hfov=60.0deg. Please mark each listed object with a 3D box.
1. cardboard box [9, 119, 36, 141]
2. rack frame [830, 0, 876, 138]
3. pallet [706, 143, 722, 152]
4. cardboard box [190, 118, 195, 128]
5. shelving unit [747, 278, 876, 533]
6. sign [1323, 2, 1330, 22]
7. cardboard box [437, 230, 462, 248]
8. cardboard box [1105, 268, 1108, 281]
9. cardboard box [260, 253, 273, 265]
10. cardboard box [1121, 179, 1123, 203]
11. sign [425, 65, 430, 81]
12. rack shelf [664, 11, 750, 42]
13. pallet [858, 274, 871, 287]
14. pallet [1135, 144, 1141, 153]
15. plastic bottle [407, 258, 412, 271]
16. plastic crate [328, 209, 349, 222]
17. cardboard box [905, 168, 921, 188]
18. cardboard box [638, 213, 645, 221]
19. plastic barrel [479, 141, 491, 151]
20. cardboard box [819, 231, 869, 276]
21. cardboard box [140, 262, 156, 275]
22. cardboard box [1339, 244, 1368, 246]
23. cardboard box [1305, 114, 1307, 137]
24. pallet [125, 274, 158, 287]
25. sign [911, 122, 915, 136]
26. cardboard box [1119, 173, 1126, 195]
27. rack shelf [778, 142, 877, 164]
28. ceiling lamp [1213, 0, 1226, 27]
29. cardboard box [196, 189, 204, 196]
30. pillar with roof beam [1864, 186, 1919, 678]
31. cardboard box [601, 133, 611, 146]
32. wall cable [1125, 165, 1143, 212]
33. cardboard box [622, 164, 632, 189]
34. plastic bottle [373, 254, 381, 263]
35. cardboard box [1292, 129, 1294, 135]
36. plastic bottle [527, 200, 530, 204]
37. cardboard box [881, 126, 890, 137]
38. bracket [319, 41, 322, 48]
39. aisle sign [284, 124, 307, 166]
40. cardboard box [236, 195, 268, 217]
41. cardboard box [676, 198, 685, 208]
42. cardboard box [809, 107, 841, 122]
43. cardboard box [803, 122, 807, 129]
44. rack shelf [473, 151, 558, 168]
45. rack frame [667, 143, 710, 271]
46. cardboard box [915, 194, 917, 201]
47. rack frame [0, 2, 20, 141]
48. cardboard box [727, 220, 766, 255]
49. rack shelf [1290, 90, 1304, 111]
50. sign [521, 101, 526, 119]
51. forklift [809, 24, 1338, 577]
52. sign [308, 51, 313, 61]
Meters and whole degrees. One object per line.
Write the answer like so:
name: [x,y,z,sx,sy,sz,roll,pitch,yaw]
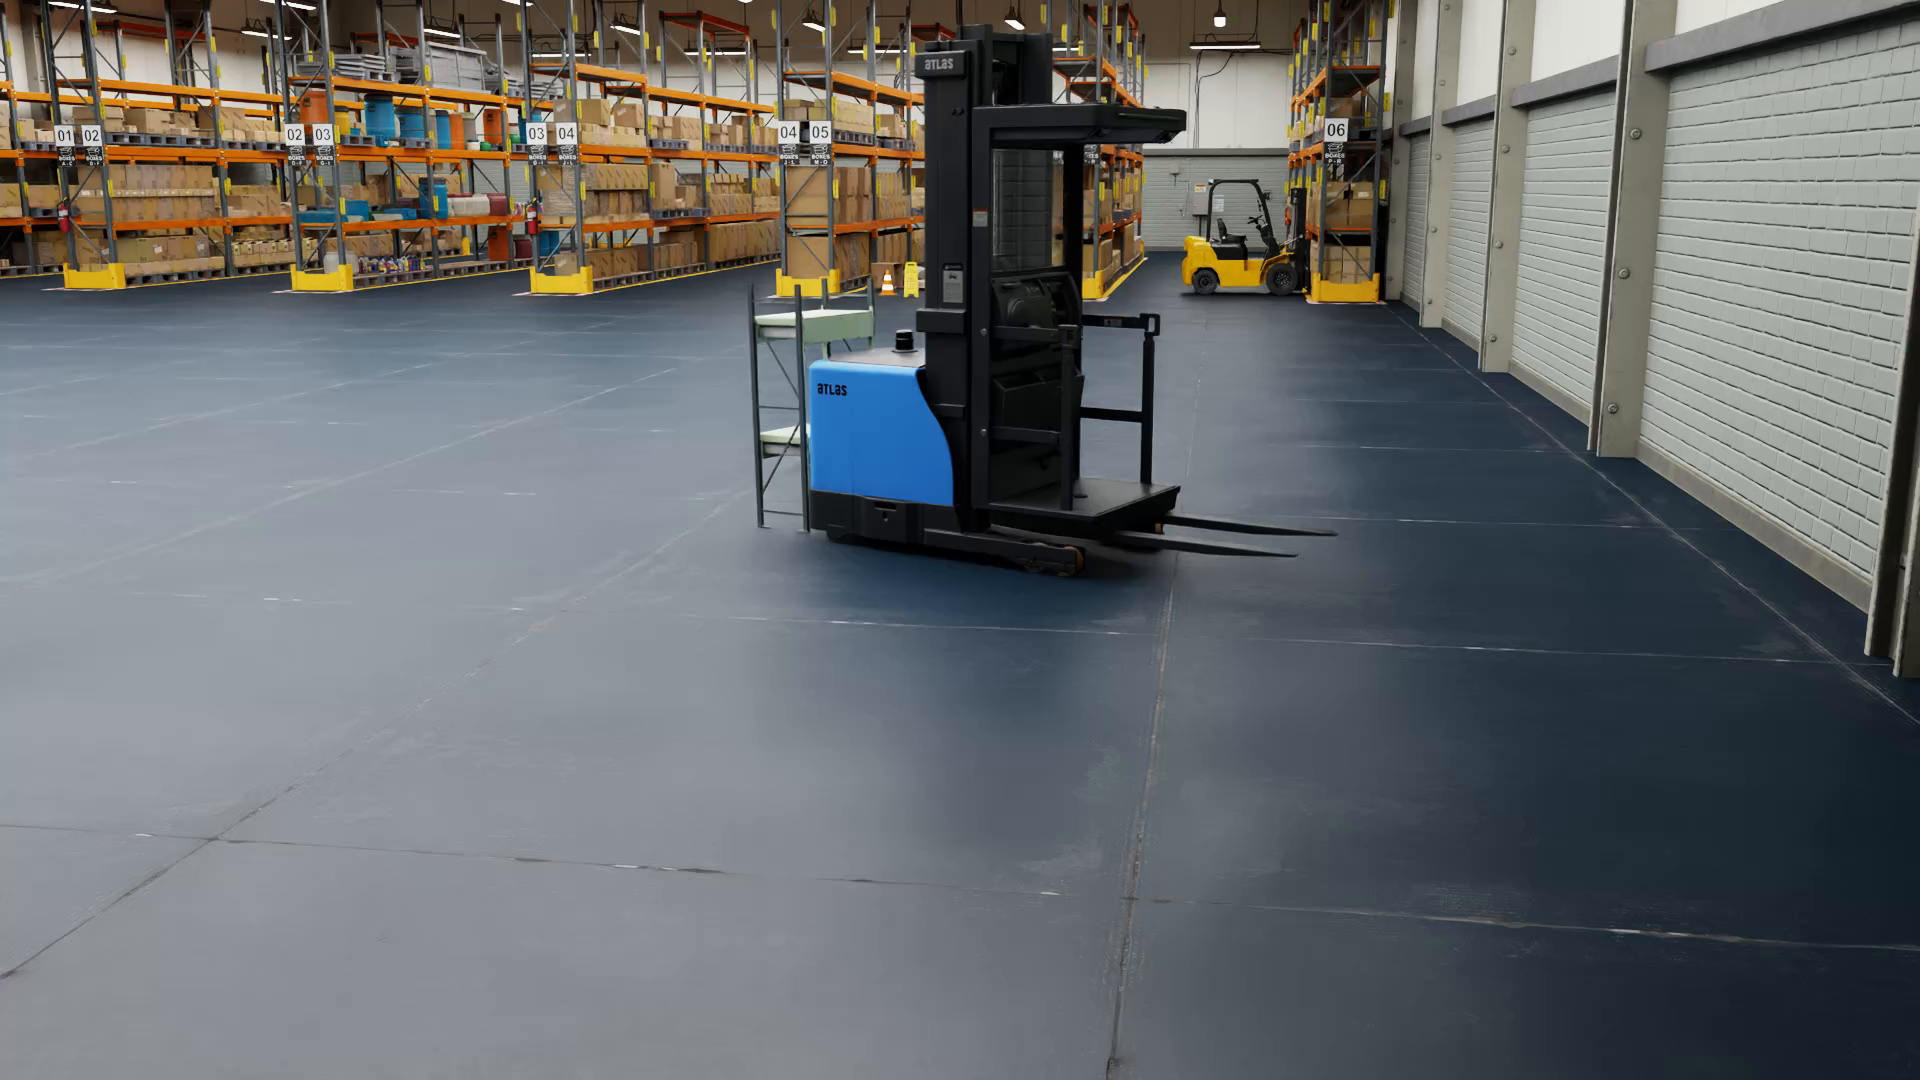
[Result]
cardboard box: [-21.653,-9.413,38.199,0.500,0.500,0.500,4,13,17]
rack frame: [-2.247,-9.851,34.344,1.000,3.000,0.127,2,12,9]
pallet: [-6.471,-9.443,40.017,1.213,0.211,1.003,2,12,11]
cardboard box: [-20.850,-11.165,44.499,0.500,0.250,0.500,3,12,13]
shelving unit: [-0.902,-0.864,10.417,0.431,1.500,0.755,6,14,33]
sign: [6.416,-9.235,29.079,0.100,0.325,0.005,2,12,9]
cardboard box: [-14.915,-8.792,48.558,0.500,0.500,0.500,2,12,9]
cardboard box: [2.599,-5.187,32.469,0.500,0.250,0.500,3,12,12]
cardboard box: [-16.457,-6.573,38.904,0.500,0.250,0.500,1,12,7]
cardboard box: [3.334,-7.695,36.637,0.500,0.500,0.500,1,12,5]
sign: [-11.485,-10.071,35.860,0.100,0.325,0.005,2,12,9]
rack shelf: [-6.210,-12.555,40.708,1.077,0.370,4.000,2,12,9]
pallet: [-2.441,-5.399,34.547,1.003,0.211,1.213,2,12,9]
pallet: [4.216,-10.291,43.714,1.003,0.211,1.213,2,12,9]
plastic bottle: [-11.854,-5.929,35.789,0.061,0.283,0.133,3,12,12]
plastic crate: [-12.755,-6.604,33.871,0.499,0.251,0.408,2,12,9]
cardboard box: [-1.212,-9.373,43.051,0.500,0.500,0.500,1,12,7]
cardboard box: [-6.923,-6.871,35.354,0.380,0.149,0.250,2,12,9]
plastic barrel: [-11.399,-9.431,39.882,0.294,0.245,0.294,0,12,0]
cardboard box: [-2.413,-5.956,34.558,0.875,0.875,0.875,2,12,10]
cardboard box: [-17.160,-5.659,34.662,0.500,0.250,0.500,2,12,9]
cardboard box: [7.284,-5.334,30.782,0.500,0.250,0.500,2,12,9]
cardboard box: [7.828,-9.078,36.406,0.500,0.500,0.500,2,12,9]
pallet: [-17.459,-5.387,34.487,1.003,0.211,1.213,2,12,9]
sign: [-1.085,-9.489,38.369,0.100,0.325,0.005,2,12,9]
cardboard box: [3.592,-8.244,38.517,0.500,0.500,0.500,1,12,7]
rack shelf: [-2.555,-7.617,32.804,1.077,0.370,4.000,2,12,9]
ceiling lamp: [6.494,-13.967,39.588,0.800,3.185,2.000,2,12,9]
cardboard box: [-16.828,-7.618,36.447,0.380,0.149,0.250,2,12,7]
pillar with roof beam: [0.002,-3.978,7.093,9.100,9.000,0.400,2,12,9]
cardboard box: [-7.265,-7.963,33.059,0.500,0.250,0.500,2,12,8]
wall cable: [5.349,-10.964,51.260,0.585,1.953,0.123,2,12,9]
cardboard box: [-7.083,-7.472,34.230,0.500,0.500,0.500,2,12,9]
plastic bottle: [-12.590,-5.987,35.897,0.144,0.351,0.185,1,12,6]
cardboard box: [8.316,-9.979,40.716,0.380,0.149,0.250,2,12,10]
plastic bottle: [-10.955,-8.448,42.188,0.144,0.351,0.185,2,12,9]
cardboard box: [-1.750,-8.956,36.395,0.396,0.266,0.258,2,12,9]
bracket: [-19.995,-15.437,51.719,0.235,0.232,0.430,2,12,9]
aisle sign: [-12.946,-7.693,32.401,0.394,0.787,0.004,2,12,9]
cardboard box: [-16.628,-7.844,39.034,0.500,0.500,0.500,2,12,9]
cardboard box: [-6.507,-7.717,38.002,0.396,0.266,0.258,2,12,7]
cardboard box: [-2.535,-7.970,31.153,0.500,0.250,0.500,2,12,9]
cardboard box: [-3.107,-7.816,31.383,0.380,0.149,0.250,2,12,9]
rack shelf: [-11.104,-9.624,42.119,1.077,0.370,4.000,2,12,9]
rack frame: [-6.517,-7.933,39.683,1.000,3.000,0.127,2,12,9]
cardboard box: [-1.243,-8.238,39.991,0.380,0.149,0.250,2,12,9]
rack frame: [-21.816,-10.514,37.421,1.000,3.000,0.127,2,12,9]
cardboard box: [-5.722,-8.067,44.352,0.875,0.875,0.875,2,12,9]
rack shelf: [9.103,-11.280,42.690,1.077,0.370,4.000,2,12,9]
sign: [-8.293,-8.189,31.649,0.100,0.325,0.005,2,12,9]
forklift: [0.614,-1.361,9.350,3.031,2.935,1.130,7,14,31]
sign: [-15.756,-11.704,40.349,0.100,0.325,0.005,2,12,9]
